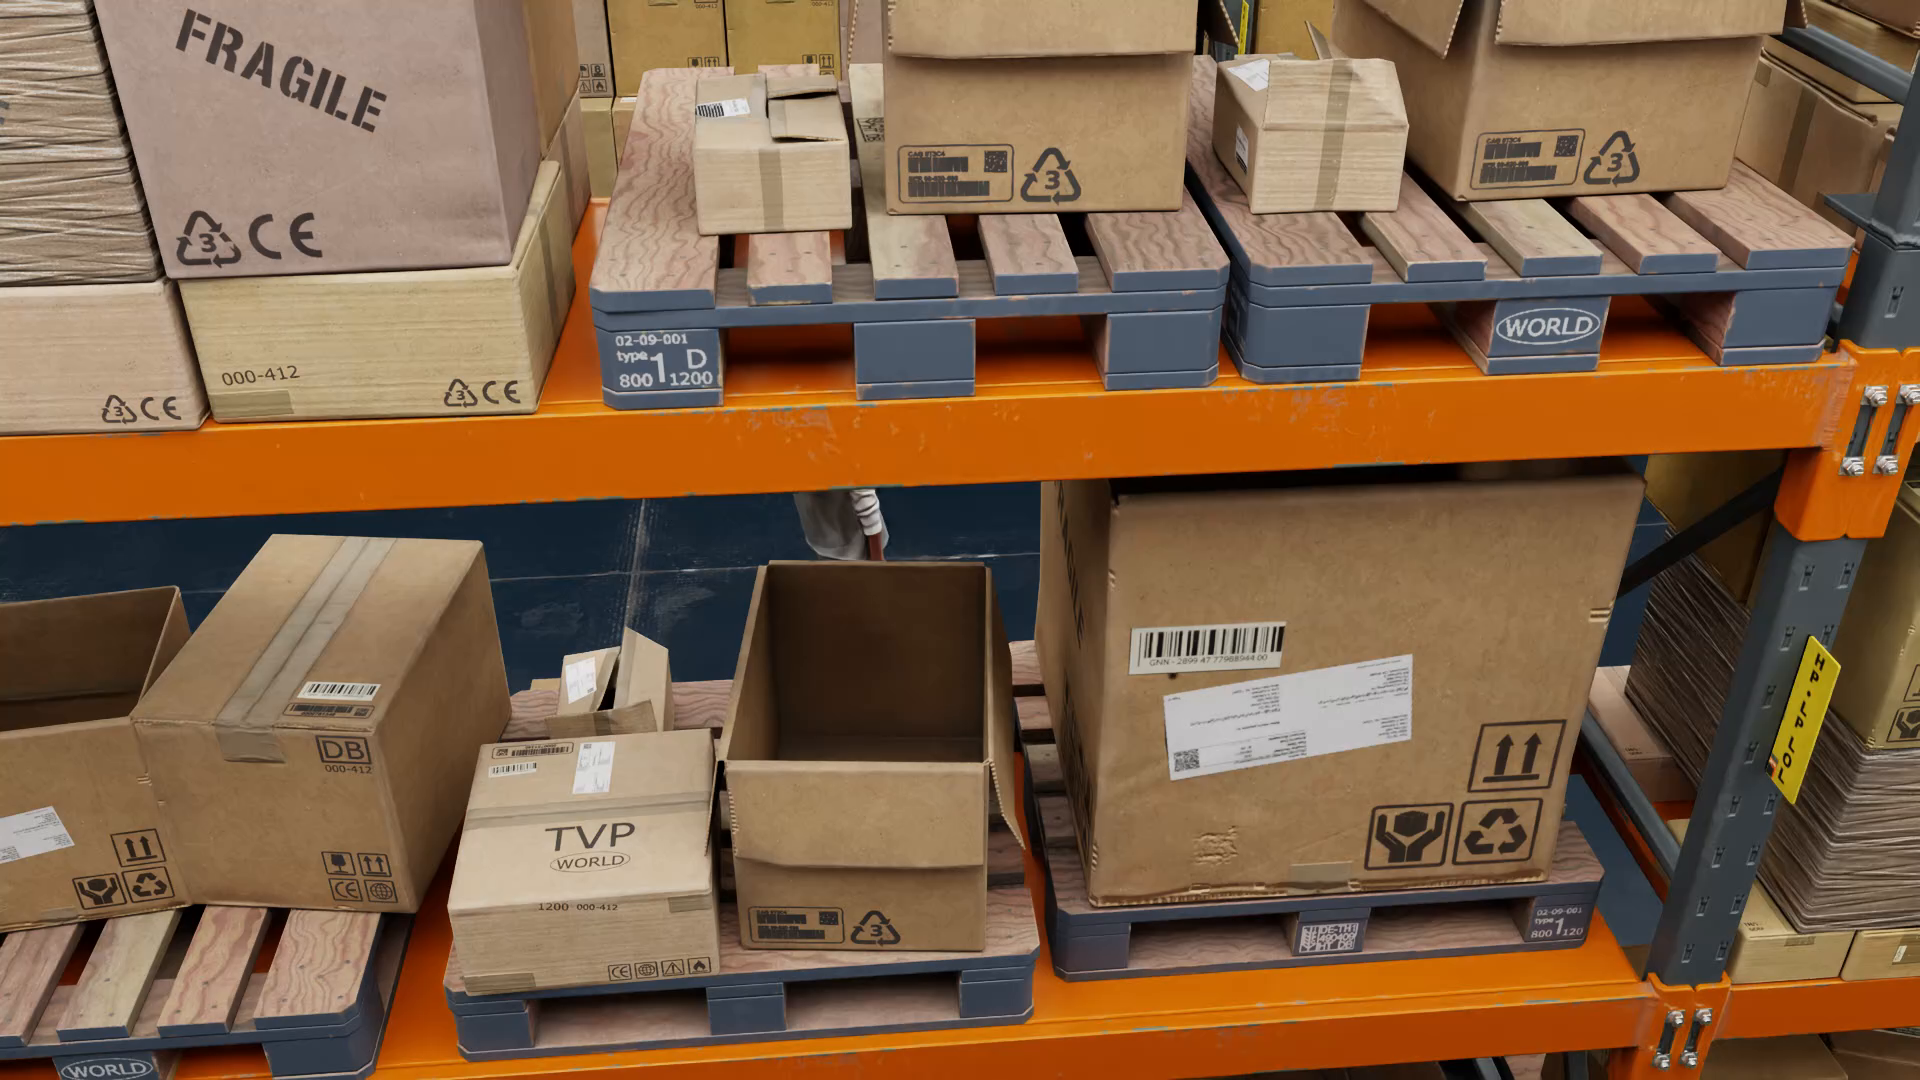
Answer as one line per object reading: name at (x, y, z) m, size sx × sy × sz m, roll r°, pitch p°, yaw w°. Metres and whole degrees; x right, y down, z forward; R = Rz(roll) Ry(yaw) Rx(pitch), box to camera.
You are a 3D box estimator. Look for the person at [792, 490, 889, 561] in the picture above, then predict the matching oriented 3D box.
person at (-0.423, -0.004, 6.094) m, size 0.427 × 1.478 × 0.437 m, roll -13°, pitch 34°, yaw -20°
